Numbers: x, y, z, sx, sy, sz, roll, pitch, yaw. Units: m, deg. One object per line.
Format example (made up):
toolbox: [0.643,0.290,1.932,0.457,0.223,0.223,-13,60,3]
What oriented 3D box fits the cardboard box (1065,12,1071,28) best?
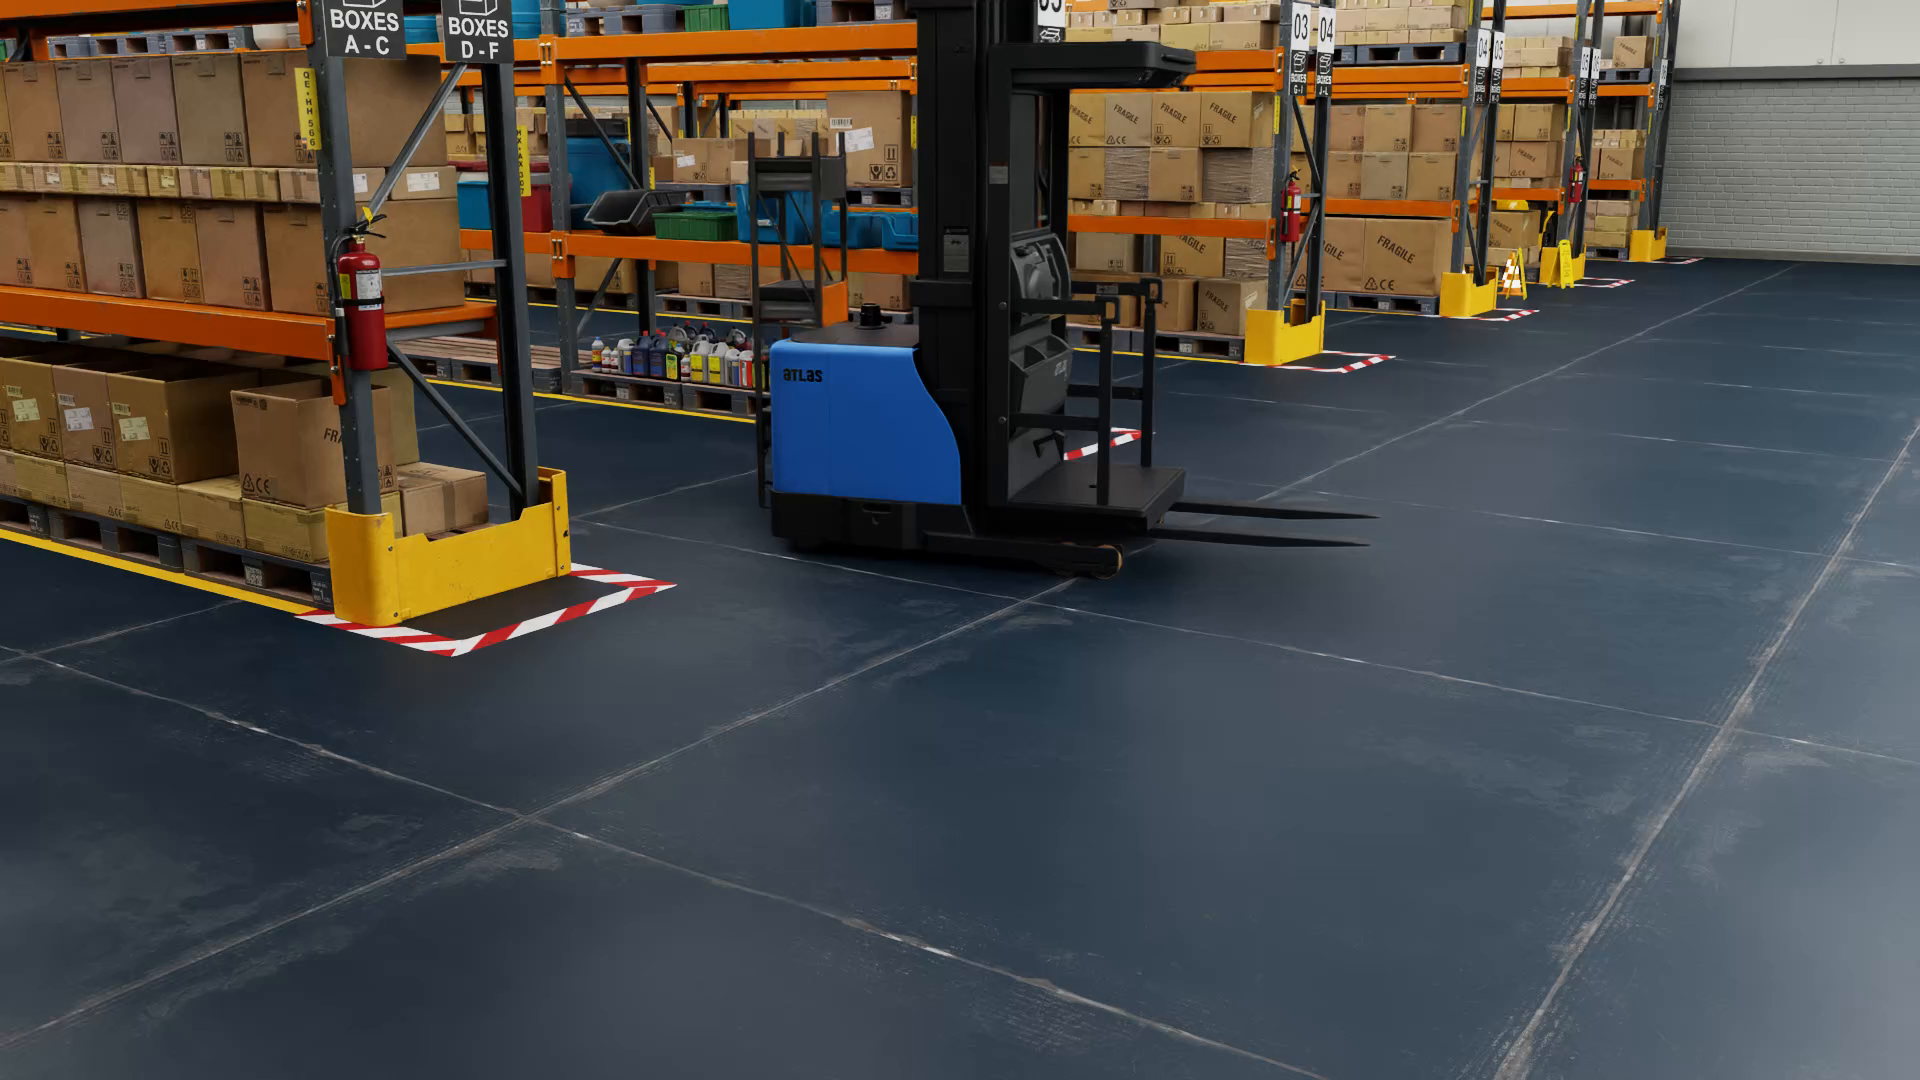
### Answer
cardboard box: [1.036,-5.027,16.128,0.250,0.149,0.380,9,16,32]

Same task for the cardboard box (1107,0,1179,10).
cardboard box: [1.727,-5.235,15.619,0.500,0.500,0.500,9,17,33]

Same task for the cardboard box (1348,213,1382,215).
cardboard box: [6.156,-4.729,24.973,0.500,0.500,0.500,10,17,35]

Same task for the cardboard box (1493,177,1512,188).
cardboard box: [7.783,-5.098,23.698,0.250,0.149,0.380,9,16,32]

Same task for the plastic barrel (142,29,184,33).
plastic barrel: [-7.803,-5.205,16.208,0.433,0.535,0.433,0,14,0]

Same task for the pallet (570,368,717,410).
pallet: [-2.395,-1.283,13.567,1.213,0.211,1.003,9,17,33]

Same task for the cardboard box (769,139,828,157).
cardboard box: [-1.655,-4.191,18.421,0.637,0.503,0.797,11,18,38]

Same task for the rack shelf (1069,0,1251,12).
rack shelf: [3.707,-8.335,26.098,4.000,0.370,1.077,9,17,33]

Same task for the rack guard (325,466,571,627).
rack guard: [-2.357,0.005,7.762,0.348,0.500,1.175,9,17,33]

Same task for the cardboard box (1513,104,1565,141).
cardboard box: [8.139,-5.865,23.367,0.500,0.500,0.700,9,16,31]

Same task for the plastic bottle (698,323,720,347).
plastic bottle: [-2.074,-1.608,13.674,0.185,0.351,0.144,8,16,30]

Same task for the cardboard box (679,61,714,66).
cardboard box: [-2.810,-5.460,18.705,0.500,0.250,0.500,10,17,34]

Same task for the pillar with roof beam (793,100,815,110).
pillar with roof beam: [-5.961,-10.893,34.100,0.400,9.000,9.100,9,17,33]

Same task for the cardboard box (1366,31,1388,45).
cardboard box: [4.910,-5.827,19.320,0.250,0.149,0.380,9,17,33]

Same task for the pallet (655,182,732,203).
pallet: [-2.833,-4.092,19.508,1.003,0.211,1.213,9,17,33]

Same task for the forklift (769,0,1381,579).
forklift: [0.593,-1.376,8.281,3.031,2.935,1.130,5,15,18]

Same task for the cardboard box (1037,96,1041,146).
cardboard box: [0.897,-4.156,16.461,0.500,0.500,0.500,9,17,33]

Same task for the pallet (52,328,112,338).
pallet: [-8.950,-2.343,17.847,1.213,0.211,1.003,9,17,33]

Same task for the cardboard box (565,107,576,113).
cardboard box: [-6.204,-6.732,26.867,0.500,0.500,0.500,9,16,32]

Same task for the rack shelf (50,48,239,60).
rack shelf: [-7.908,-4.647,16.606,4.000,0.370,1.077,9,17,33]

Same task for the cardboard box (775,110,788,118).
cardboard box: [-3.188,-7.837,30.602,0.250,0.149,0.380,9,16,31]

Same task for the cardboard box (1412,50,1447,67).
cardboard box: [6.840,-6.908,23.938,0.500,0.250,0.500,9,17,33]

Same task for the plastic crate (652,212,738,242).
plastic crate: [-1.960,-2.394,12.692,0.662,0.188,0.450,9,17,33]

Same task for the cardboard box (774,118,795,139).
cardboard box: [-3.073,-7.518,30.664,0.500,0.500,0.500,9,17,33]

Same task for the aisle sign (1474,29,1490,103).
aisle sign: [5.898,-5.354,18.800,0.004,0.787,0.394,9,17,33]

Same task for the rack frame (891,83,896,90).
rack frame: [-0.632,-5.234,23.726,0.127,3.000,1.000,9,17,33]

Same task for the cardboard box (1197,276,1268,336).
cardboard box: [2.646,-2.264,16.053,0.500,0.500,0.500,13,19,43]

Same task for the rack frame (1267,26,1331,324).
rack frame: [3.154,-3.186,15.452,0.127,3.000,1.000,9,17,33]

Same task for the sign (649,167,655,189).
sign: [-2.613,-2.978,14.033,0.005,0.325,0.100,9,17,33]

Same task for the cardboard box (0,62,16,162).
cardboard box: [-4.905,-2.300,8.966,0.500,0.500,0.700,9,17,33]

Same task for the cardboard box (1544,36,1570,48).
cardboard box: [8.240,-6.870,22.953,0.250,0.149,0.380,9,17,33]

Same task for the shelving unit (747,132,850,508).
shelving unit: [-0.905,-1.253,9.513,0.431,2.100,0.503,3,14,13]

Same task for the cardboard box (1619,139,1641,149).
cardboard box: [11.008,-6.506,27.306,0.250,0.149,0.380,9,17,34]

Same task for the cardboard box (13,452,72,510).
cardboard box: [-4.657,-0.358,8.876,0.500,0.250,0.500,9,17,33]

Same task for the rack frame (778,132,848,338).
rack frame: [-0.848,-1.310,9.744,0.400,2.100,0.015,3,14,13]

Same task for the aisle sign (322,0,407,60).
aisle sign: [-2.487,-2.406,6.890,0.004,0.787,0.394,9,17,33]

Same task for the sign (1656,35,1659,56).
sign: [11.138,-7.893,26.547,0.005,0.325,0.100,9,17,33]

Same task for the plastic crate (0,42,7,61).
plastic crate: [-10.087,-5.158,17.614,0.662,0.188,0.450,9,17,33]

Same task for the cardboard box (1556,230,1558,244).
cardboard box: [10.069,-5.159,28.269,0.500,0.250,0.500,9,17,33]

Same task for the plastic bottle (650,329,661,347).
plastic bottle: [-2.410,-1.500,13.239,0.185,0.351,0.144,9,17,33]

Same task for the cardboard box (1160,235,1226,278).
cardboard box: [3.170,-3.772,21.367,0.875,0.875,0.875,9,17,34]

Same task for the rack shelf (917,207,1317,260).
rack shelf: [1.495,-3.105,16.622,4.000,0.370,1.077,9,17,33]

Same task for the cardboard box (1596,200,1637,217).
cardboard box: [10.896,-5.506,27.592,0.500,0.250,0.500,10,17,35]

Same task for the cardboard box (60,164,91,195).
cardboard box: [-4.294,-1.830,8.414,0.250,0.149,0.380,9,17,32]

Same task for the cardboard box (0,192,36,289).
cardboard box: [-4.884,-1.669,9.114,0.500,0.500,0.700,9,17,32]

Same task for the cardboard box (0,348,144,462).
cardboard box: [-4.657,-0.722,8.786,0.500,0.500,0.500,9,17,33]

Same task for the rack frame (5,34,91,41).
rack frame: [-9.567,-6.720,17.242,0.127,3.000,1.000,9,17,33]

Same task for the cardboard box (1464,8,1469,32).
cardboard box: [5.749,-6.057,19.420,0.500,0.250,0.500,9,17,33]

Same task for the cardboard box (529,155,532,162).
cardboard box: [-5.296,-4.530,20.671,0.500,0.500,0.500,10,17,34]

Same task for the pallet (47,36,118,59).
pallet: [-8.862,-5.087,17.280,1.003,0.211,1.213,9,17,33]

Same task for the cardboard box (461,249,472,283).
cardboard box: [-6.261,-3.886,21.827,0.875,0.875,1.225,9,17,33]

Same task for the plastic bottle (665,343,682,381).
plastic bottle: [-2.220,-1.383,12.906,0.133,0.283,0.061,10,17,35]

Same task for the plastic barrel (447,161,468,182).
plastic barrel: [-4.568,-3.129,14.940,0.433,0.535,0.433,0,14,0]

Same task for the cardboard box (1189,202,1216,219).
cardboard box: [2.359,-3.118,15.700,0.250,0.149,0.380,9,17,33]

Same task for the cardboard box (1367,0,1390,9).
cardboard box: [4.903,-6.215,19.227,0.250,0.149,0.380,10,17,34]
